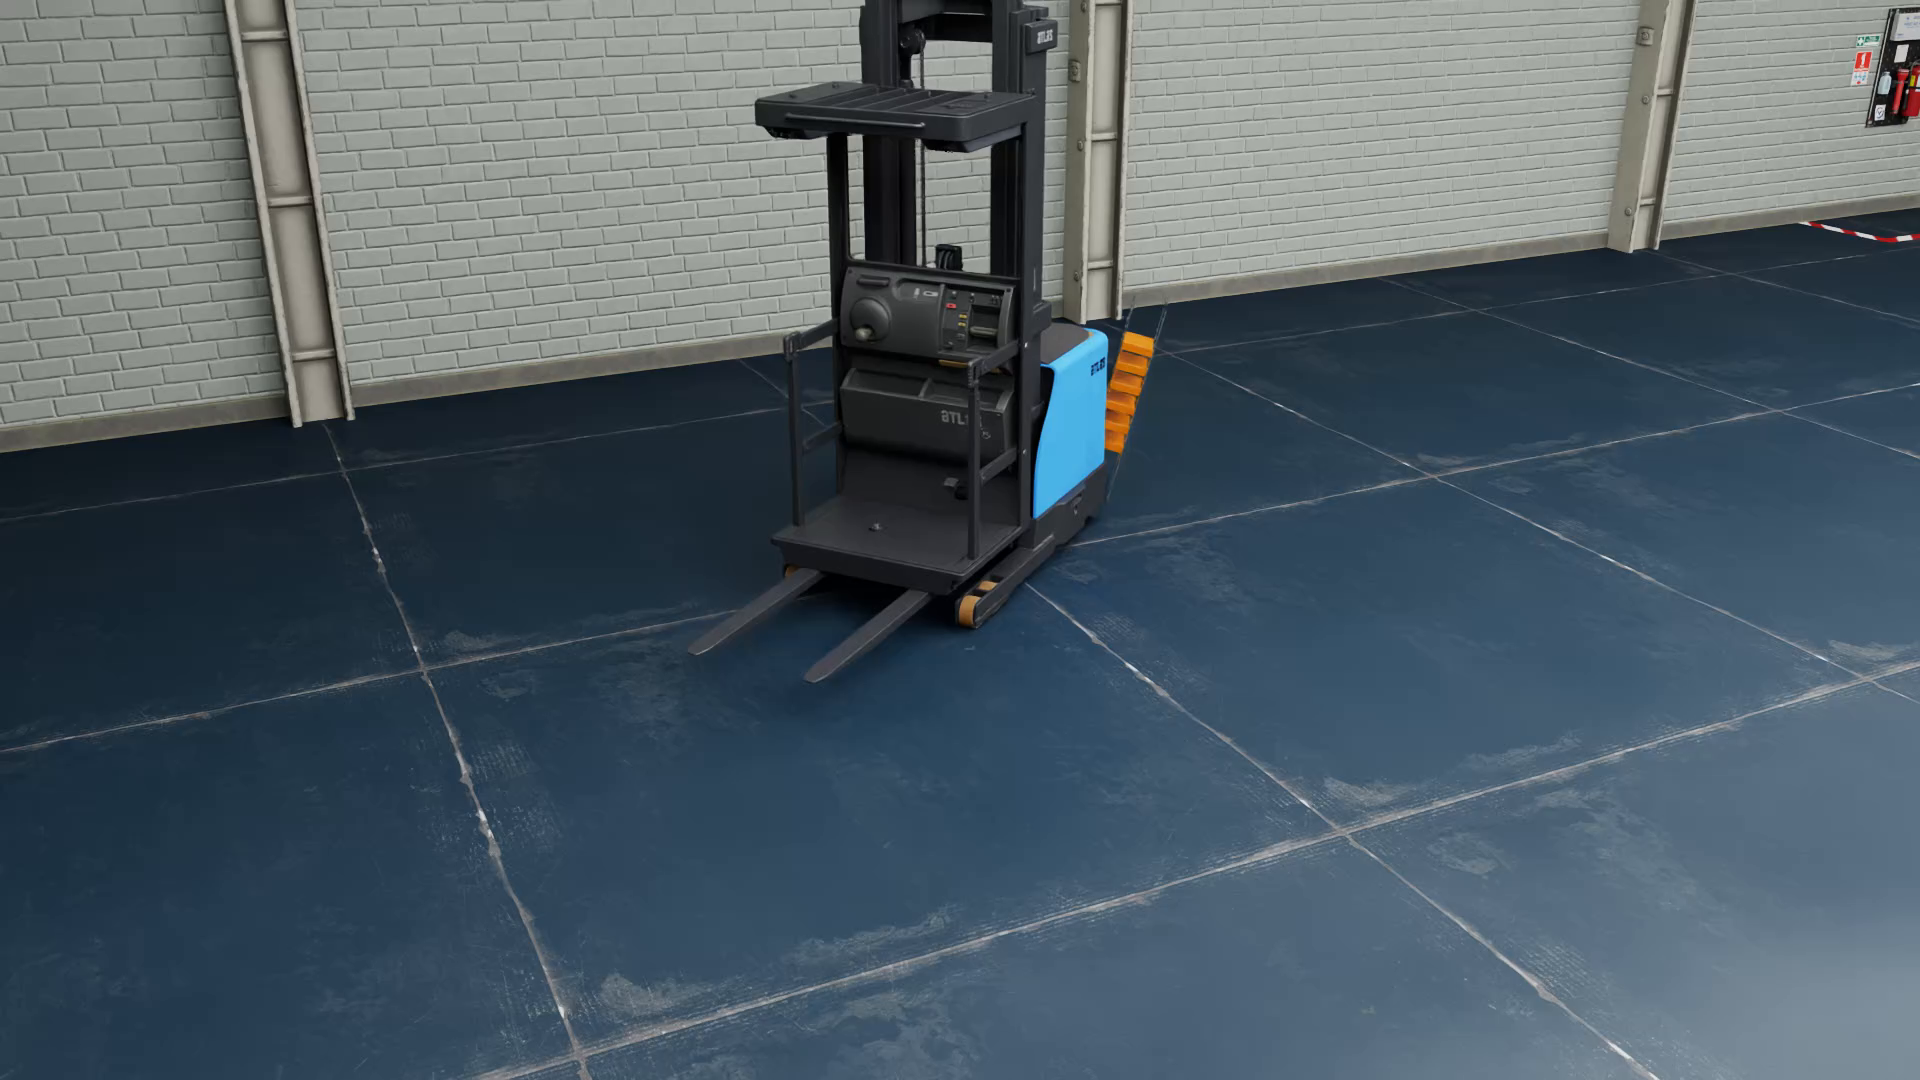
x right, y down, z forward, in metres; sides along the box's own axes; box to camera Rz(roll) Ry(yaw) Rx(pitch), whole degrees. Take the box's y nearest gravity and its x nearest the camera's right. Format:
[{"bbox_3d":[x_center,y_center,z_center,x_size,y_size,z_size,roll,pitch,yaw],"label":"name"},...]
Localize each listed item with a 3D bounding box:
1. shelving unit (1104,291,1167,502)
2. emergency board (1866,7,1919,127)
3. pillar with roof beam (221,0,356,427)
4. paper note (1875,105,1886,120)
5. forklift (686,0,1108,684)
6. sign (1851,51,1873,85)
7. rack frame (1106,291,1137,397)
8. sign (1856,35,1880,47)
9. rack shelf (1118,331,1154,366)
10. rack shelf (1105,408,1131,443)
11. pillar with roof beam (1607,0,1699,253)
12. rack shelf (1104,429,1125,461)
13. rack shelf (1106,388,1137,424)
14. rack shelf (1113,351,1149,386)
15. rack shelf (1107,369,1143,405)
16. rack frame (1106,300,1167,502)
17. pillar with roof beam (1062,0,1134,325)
[{"bbox_3d":[0.937,-0.824,9.656,0.189,1.200,0.258,16,24,1],"label":"shelving unit"},{"bbox_3d":[9.654,-4.809,16.945,0.643,1.169,0.194,-10,25,-24],"label":"emergency board"},{"bbox_3d":[-2.455,-3.508,5.959,0.400,9.000,9.100,-10,25,-24],"label":"pillar with roof beam"},{"bbox_3d":[9.464,-4.396,17.100,0.142,0.148,0.016,-10,25,-24],"label":"paper note"},{"bbox_3d":[-0.262,-1.108,8.095,1.130,2.935,3.031,11,25,24],"label":"forklift"},{"bbox_3d":[9.111,-4.769,16.802,0.234,0.329,0.001,-10,25,-24],"label":"sign"},{"bbox_3d":[0.849,-0.849,9.658,0.006,1.200,0.240,16,24,1],"label":"rack frame"},{"bbox_3d":[9.119,-5.011,16.695,0.331,0.109,0.001,-10,25,-24],"label":"sign"},{"bbox_3d":[1.013,-1.103,9.530,0.180,0.103,0.258,16,24,1],"label":"rack shelf"},{"bbox_3d":[0.897,-0.678,9.721,0.180,0.103,0.258,16,24,1],"label":"rack shelf"},{"bbox_3d":[8.358,-5.498,10.767,0.400,9.000,9.100,-10,25,-24],"label":"pillar with roof beam"},{"bbox_3d":[0.868,-0.572,9.769,0.180,0.103,0.258,16,24,1],"label":"rack shelf"},{"bbox_3d":[0.926,-0.785,9.673,0.180,0.103,0.258,16,24,1],"label":"rack shelf"},{"bbox_3d":[0.984,-0.997,9.578,0.180,0.103,0.258,16,24,1],"label":"rack shelf"},{"bbox_3d":[0.955,-0.891,9.626,0.180,0.103,0.258,16,24,1],"label":"rack shelf"},{"bbox_3d":[1.025,-0.799,9.654,0.006,1.200,0.240,16,24,1],"label":"rack frame"},{"bbox_3d":[2.951,-4.503,8.363,0.400,9.000,9.100,-10,25,-24],"label":"pillar with roof beam"}]
